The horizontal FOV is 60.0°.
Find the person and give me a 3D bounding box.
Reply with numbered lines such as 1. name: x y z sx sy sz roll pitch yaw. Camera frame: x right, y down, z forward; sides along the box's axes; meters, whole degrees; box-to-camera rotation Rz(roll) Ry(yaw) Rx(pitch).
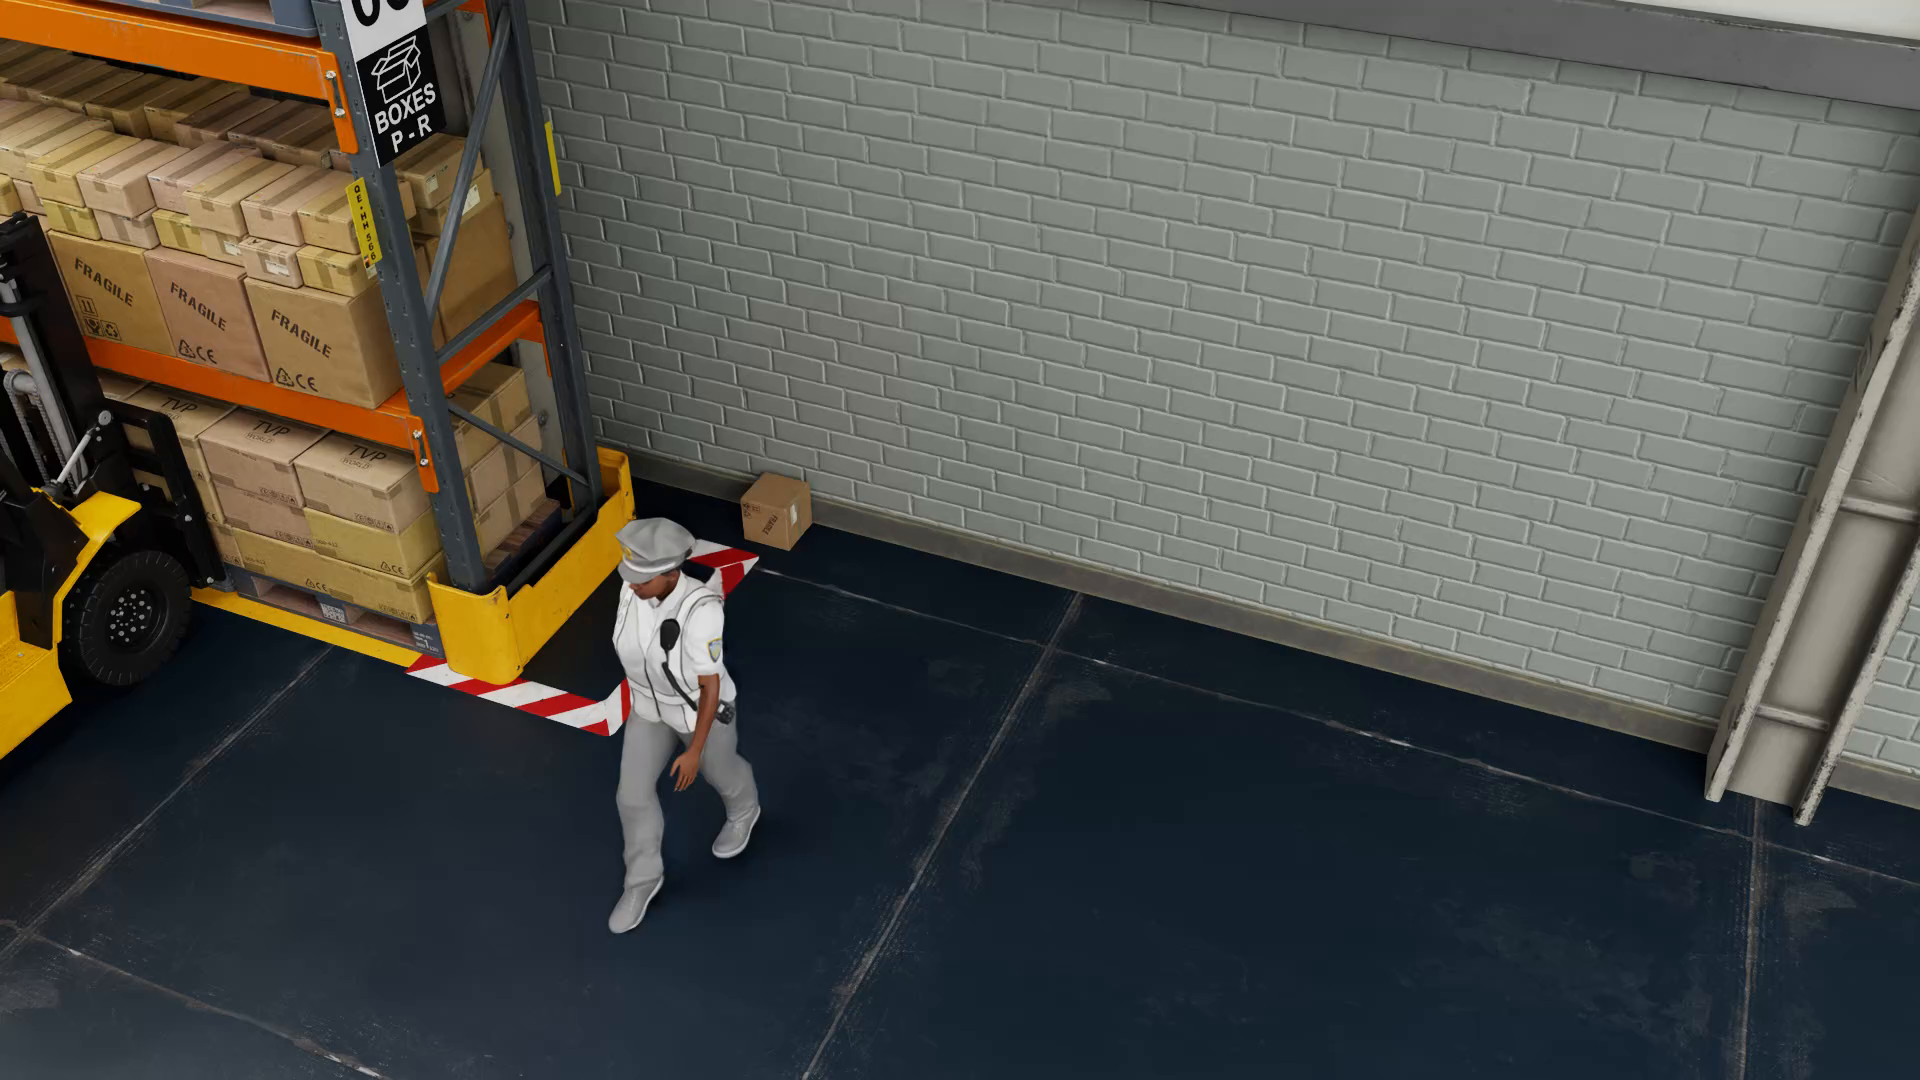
1. person: -1.031 0.658 5.972 0.457 1.699 0.745 17 41 21
